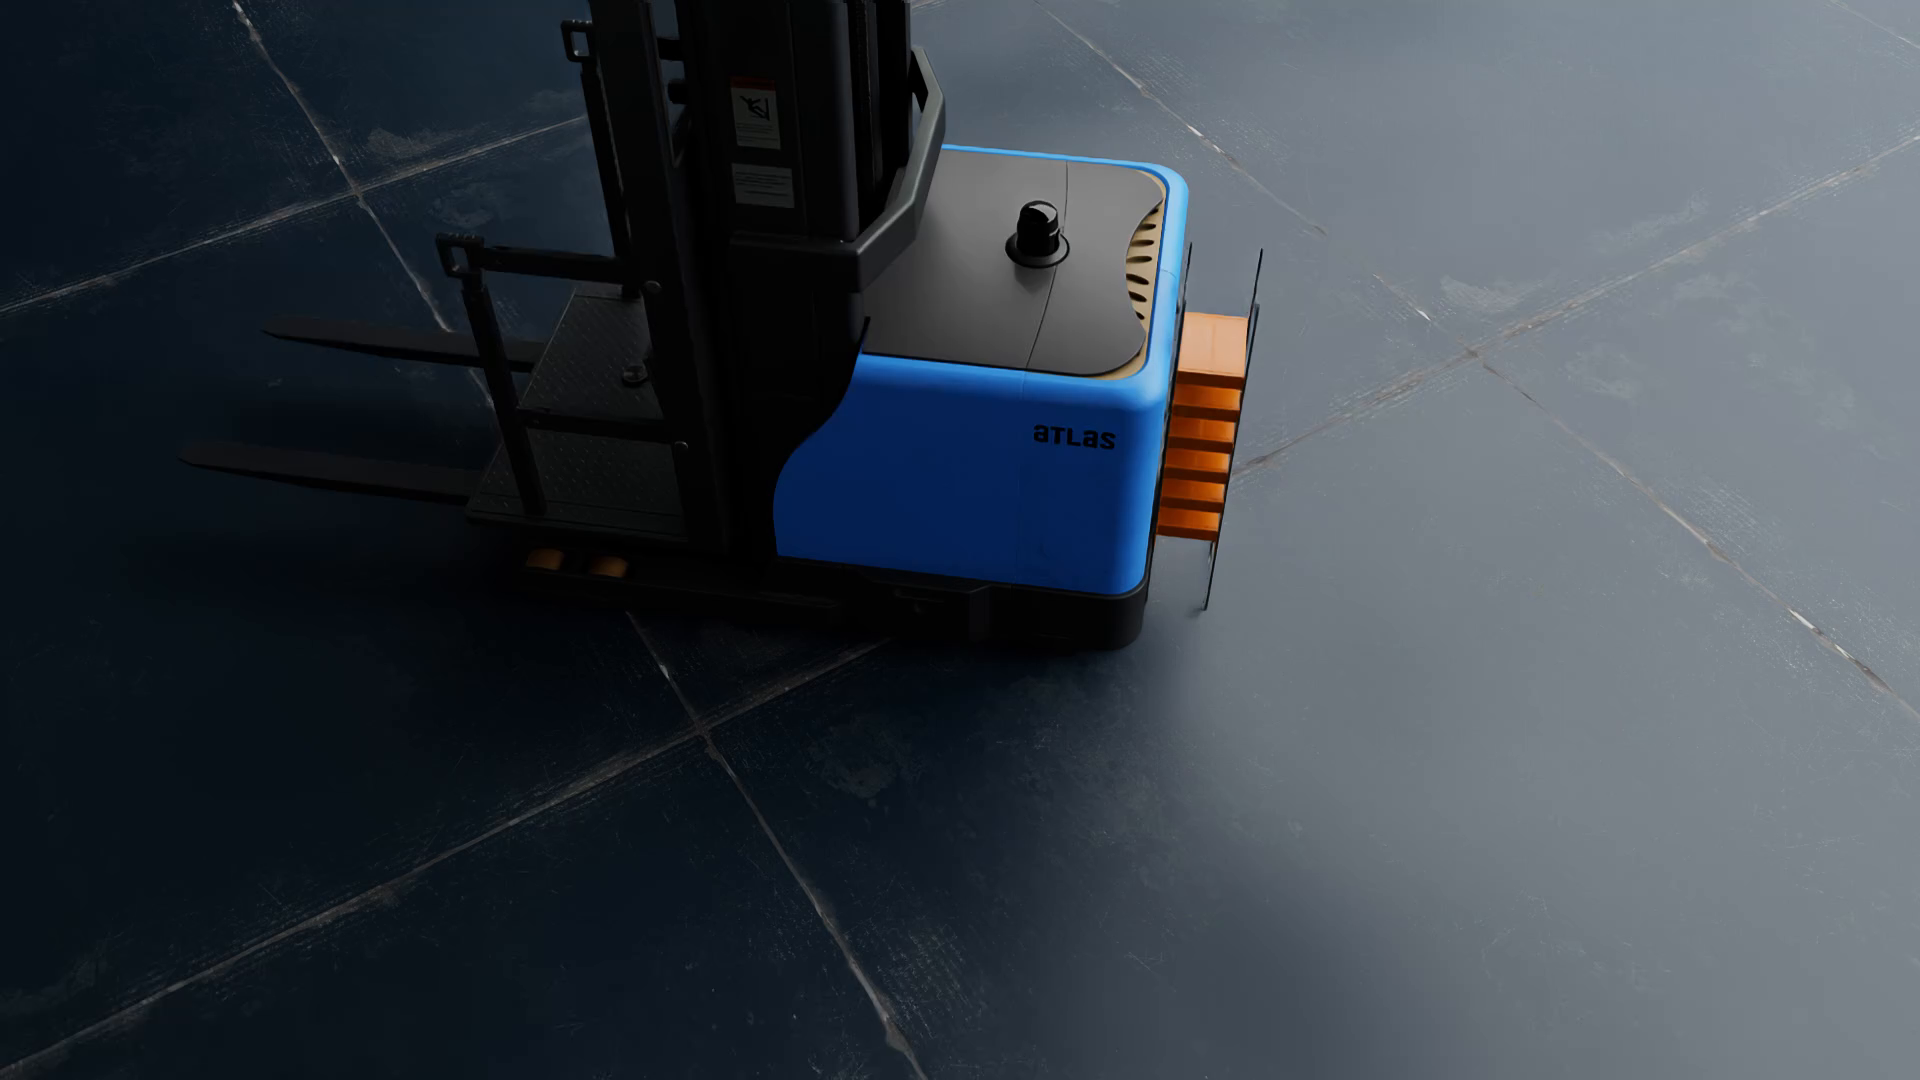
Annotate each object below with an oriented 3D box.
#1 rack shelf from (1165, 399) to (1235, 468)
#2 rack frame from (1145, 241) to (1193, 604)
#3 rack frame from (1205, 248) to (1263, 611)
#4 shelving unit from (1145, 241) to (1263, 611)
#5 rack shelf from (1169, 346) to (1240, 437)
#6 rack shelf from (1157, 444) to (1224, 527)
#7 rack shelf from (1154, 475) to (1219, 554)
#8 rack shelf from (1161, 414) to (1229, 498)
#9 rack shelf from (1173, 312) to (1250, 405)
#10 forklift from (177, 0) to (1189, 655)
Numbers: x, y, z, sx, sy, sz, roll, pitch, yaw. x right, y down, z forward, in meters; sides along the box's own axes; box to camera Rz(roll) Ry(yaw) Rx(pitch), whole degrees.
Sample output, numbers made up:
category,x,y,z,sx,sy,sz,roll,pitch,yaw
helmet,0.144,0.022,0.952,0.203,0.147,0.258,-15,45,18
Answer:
category,x,y,z,sx,sy,sz,roll,pitch,yaw
rack shelf,0.676,-0.333,4.642,0.180,0.103,0.258,7,49,6
rack frame,0.585,-0.293,4.708,0.006,1.200,0.240,7,49,6
rack frame,0.766,-0.272,4.689,0.006,1.200,0.240,7,49,6
shelving unit,0.676,-0.283,4.698,0.189,1.200,0.258,7,49,6
rack shelf,0.676,-0.413,4.552,0.180,0.103,0.258,7,49,6
rack shelf,0.676,-0.173,4.821,0.180,0.103,0.258,7,49,6
rack shelf,0.676,-0.094,4.911,0.180,0.103,0.258,7,49,6
rack shelf,0.676,-0.253,4.732,0.180,0.103,0.258,7,49,6
rack shelf,0.676,-0.493,4.463,0.180,0.103,0.258,7,49,6
forklift,-0.894,-1.153,4.314,3.031,2.935,1.130,7,49,6
